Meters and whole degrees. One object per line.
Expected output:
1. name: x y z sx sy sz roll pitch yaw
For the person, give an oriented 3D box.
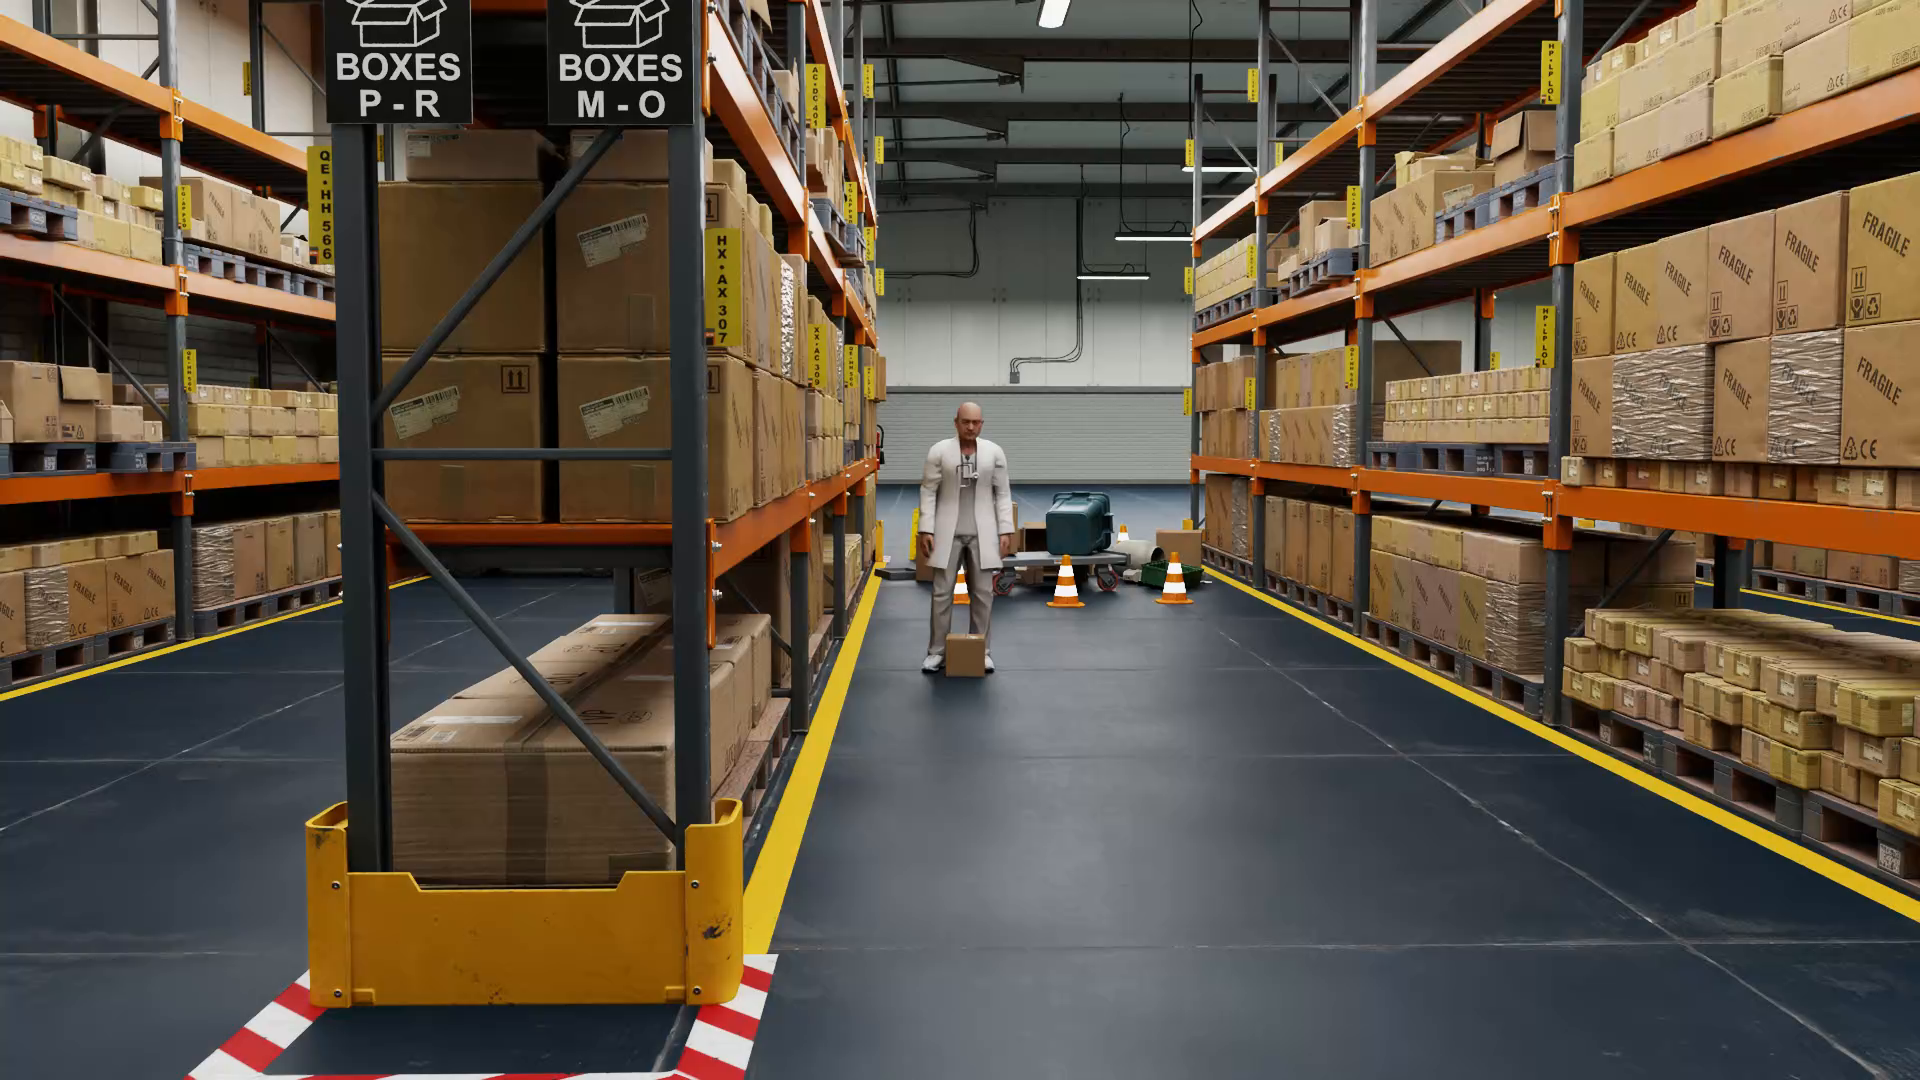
1. person: 0.040 -0.024 11.063 0.655 1.775 0.419 0 4 -4
